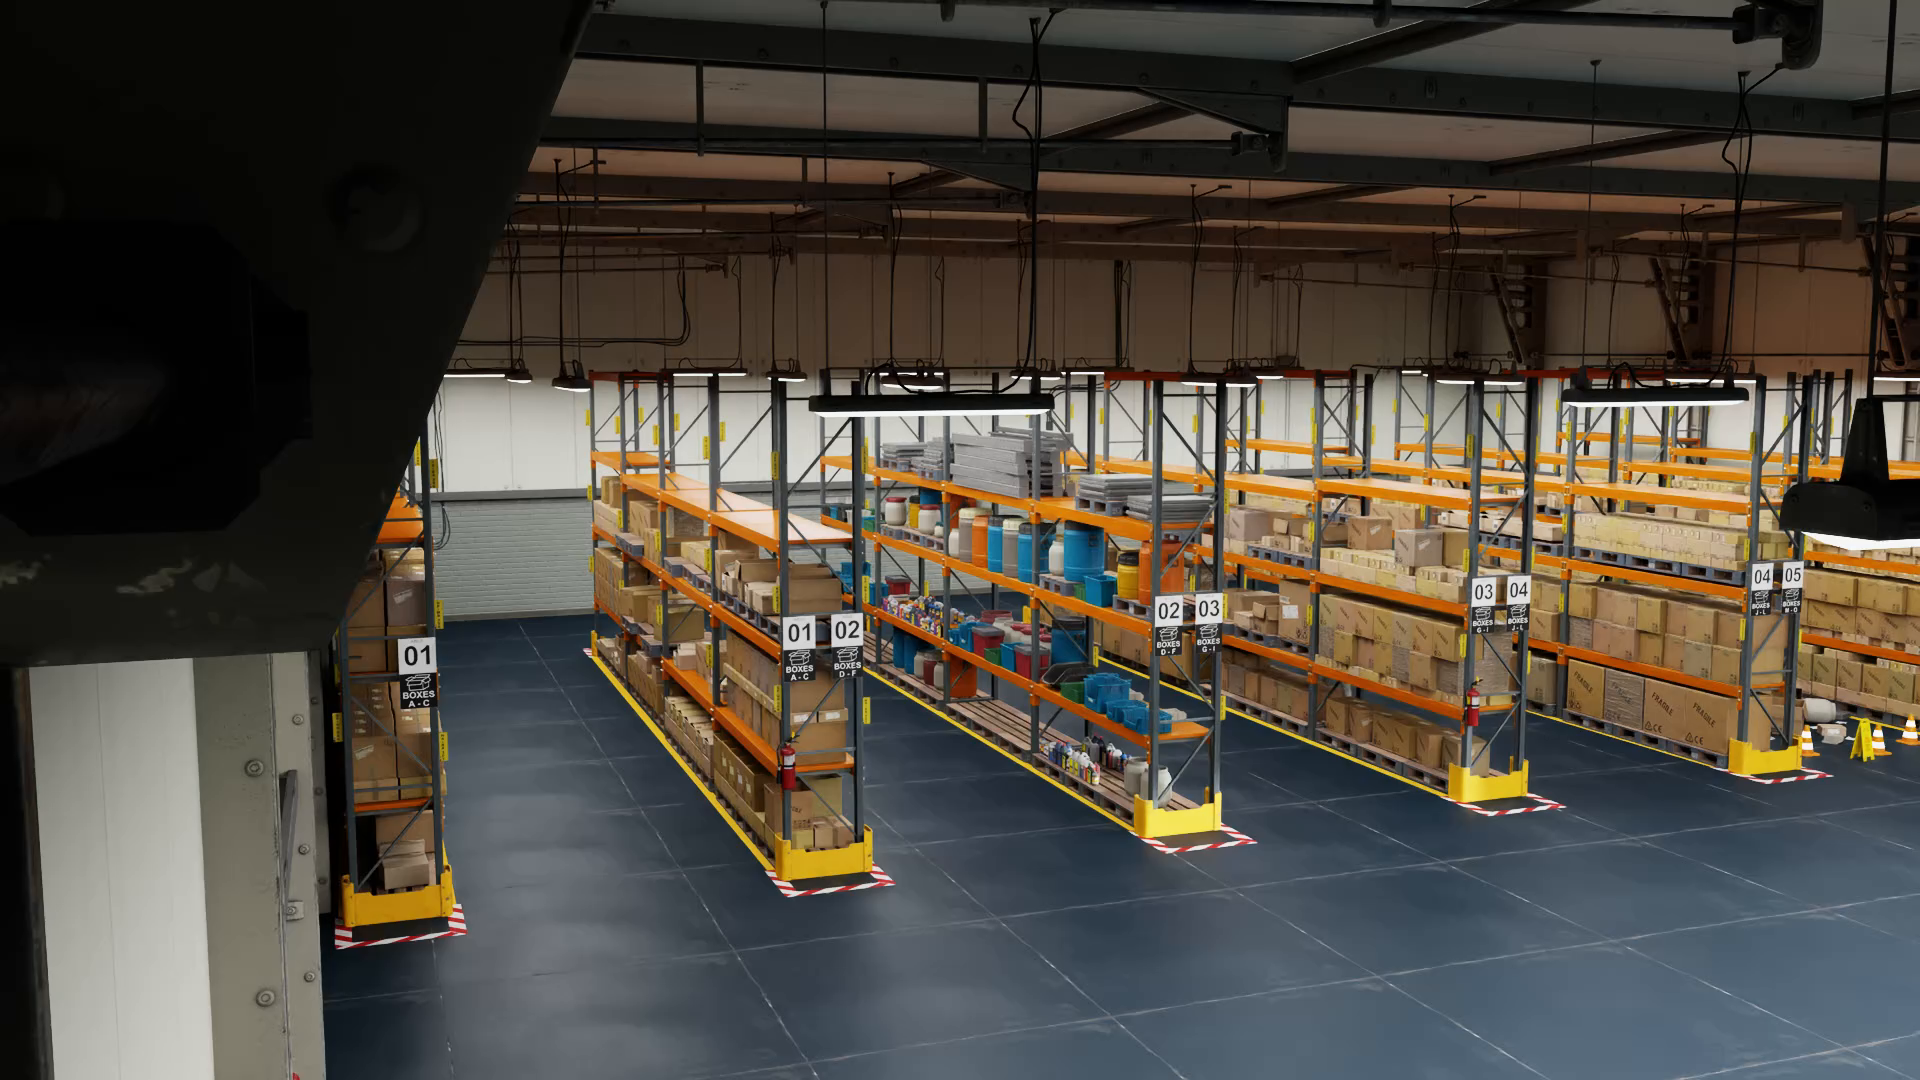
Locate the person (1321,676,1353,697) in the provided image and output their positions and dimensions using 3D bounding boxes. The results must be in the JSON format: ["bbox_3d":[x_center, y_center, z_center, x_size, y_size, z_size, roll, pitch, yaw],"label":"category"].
[{"bbox_3d":[6.831,2.089,30.151,0.553,1.719,0.918,-1,6,-8],"label":"person"}]

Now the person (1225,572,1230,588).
[{"bbox_3d":[6.535,0.796,41.713,0.478,1.802,0.565,-6,9,-45],"label":"person"}]
